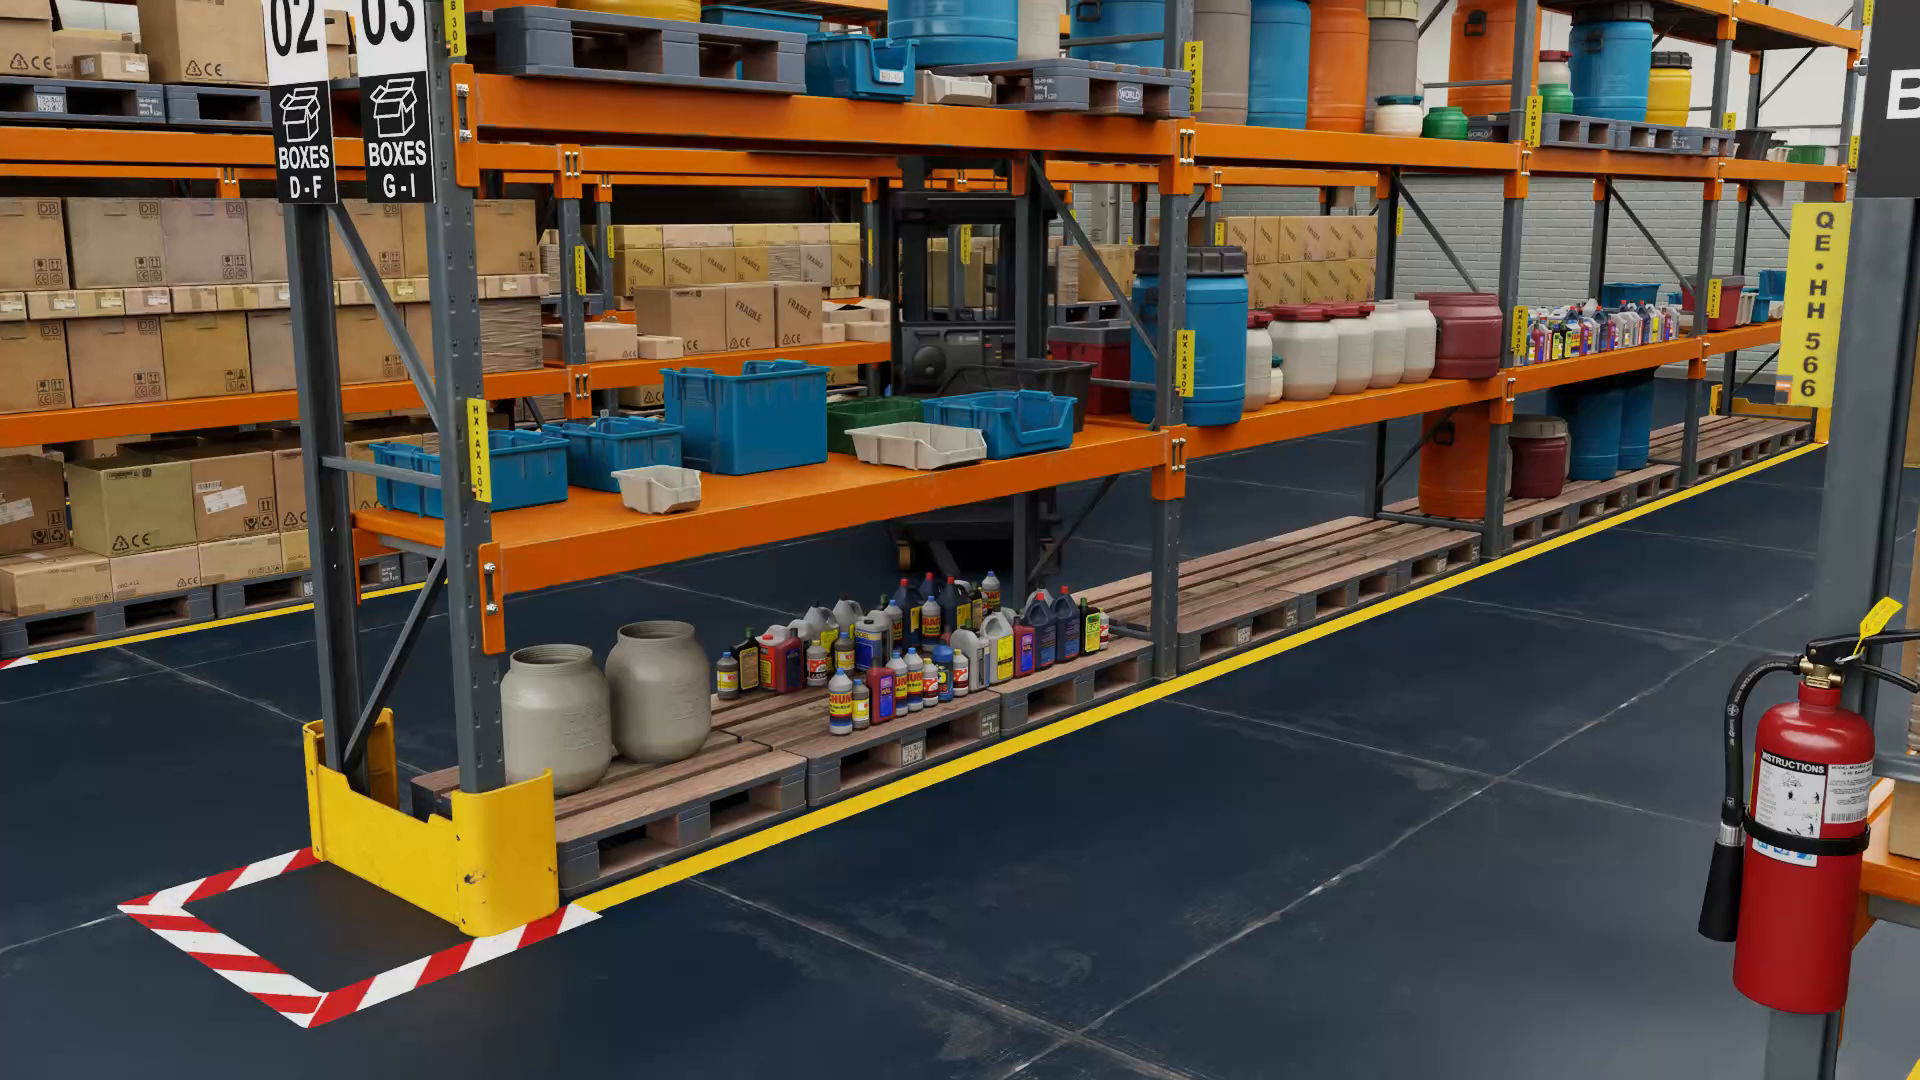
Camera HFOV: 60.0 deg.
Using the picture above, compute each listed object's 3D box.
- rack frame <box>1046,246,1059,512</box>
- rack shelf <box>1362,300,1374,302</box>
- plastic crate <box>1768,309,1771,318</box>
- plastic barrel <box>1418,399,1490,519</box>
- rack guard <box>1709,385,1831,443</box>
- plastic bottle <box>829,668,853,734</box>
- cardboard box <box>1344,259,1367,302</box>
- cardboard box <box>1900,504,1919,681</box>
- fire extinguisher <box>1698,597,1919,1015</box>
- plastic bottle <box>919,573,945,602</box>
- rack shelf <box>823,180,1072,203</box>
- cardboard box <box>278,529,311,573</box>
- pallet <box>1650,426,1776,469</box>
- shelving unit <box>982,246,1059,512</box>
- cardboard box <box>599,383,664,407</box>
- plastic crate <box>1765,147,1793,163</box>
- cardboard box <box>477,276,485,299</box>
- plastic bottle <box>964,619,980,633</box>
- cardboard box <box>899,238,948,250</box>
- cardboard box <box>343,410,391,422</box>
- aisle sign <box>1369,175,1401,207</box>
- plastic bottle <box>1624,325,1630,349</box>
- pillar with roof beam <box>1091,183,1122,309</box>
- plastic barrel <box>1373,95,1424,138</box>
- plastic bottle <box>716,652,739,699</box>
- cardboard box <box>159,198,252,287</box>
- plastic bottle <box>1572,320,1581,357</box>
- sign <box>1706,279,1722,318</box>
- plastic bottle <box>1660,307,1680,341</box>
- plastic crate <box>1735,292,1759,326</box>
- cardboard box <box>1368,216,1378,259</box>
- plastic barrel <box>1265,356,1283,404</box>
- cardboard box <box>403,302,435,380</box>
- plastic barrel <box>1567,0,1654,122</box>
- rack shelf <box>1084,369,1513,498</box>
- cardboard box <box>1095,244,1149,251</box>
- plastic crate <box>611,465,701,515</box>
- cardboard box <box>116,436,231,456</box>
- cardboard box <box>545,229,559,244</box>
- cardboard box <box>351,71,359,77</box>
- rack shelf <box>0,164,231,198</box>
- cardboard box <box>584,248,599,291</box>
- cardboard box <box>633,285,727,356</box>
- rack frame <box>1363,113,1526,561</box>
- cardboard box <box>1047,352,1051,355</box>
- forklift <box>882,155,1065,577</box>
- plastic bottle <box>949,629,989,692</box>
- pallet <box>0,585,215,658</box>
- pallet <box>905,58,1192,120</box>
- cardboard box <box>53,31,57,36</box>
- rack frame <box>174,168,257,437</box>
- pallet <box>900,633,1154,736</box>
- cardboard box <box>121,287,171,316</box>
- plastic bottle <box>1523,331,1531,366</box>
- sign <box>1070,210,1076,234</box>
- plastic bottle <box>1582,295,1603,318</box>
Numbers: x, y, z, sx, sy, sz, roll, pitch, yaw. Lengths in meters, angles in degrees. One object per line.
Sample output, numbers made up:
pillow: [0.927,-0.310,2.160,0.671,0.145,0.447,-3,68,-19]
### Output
rack frame: [0.703,-1.271,13.212,0.015,2.100,0.400,-3,12,-15]
rack shelf: [3.589,-2.569,19.250,1.077,0.370,4.000,10,15,40]
plastic crate: [7.676,-2.201,16.090,0.298,0.136,0.250,10,15,40]
plastic barrel: [3.656,-0.614,12.093,0.600,0.830,0.708,10,15,40]
rack guard: [8.633,-1.354,17.715,1.175,0.500,0.348,10,15,40]
plastic bottle: [-0.504,0.675,7.016,0.097,0.271,0.097,0,11,0]
cardboard box: [4.478,-3.087,19.752,0.500,0.500,0.500,10,15,41]
cardboard box: [2.410,0.058,3.246,0.875,0.500,0.500,10,15,40]
fire extinguisher: [1.364,0.415,2.673,0.296,0.674,0.183,10,15,40]
plastic bottle: [-0.139,0.339,8.495,0.144,0.351,0.185,10,15,42]
rack shelf: [-0.135,-4.680,22.160,1.077,0.370,4.000,10,15,40]
cardboard box: [-4.140,0.010,10.450,0.500,0.250,0.500,10,15,40]
pallet: [7.248,-0.912,16.240,1.003,0.211,1.213,10,15,40]
shelving unit: [0.467,-1.258,13.149,0.503,2.100,0.431,-3,12,-15]
cardboard box: [-3.512,-1.922,18.590,0.750,0.750,0.750,10,15,40]
plastic crate: [7.450,-3.580,15.493,0.437,0.136,0.530,10,15,40]
cardboard box: [-3.367,-1.675,11.026,0.380,0.149,0.250,9,15,39]
plastic bottle: [0.063,0.505,7.834,0.061,0.283,0.133,10,15,40]
cardboard box: [-0.599,-3.599,21.804,0.980,0.700,0.700,9,15,39]
cardboard box: [-5.959,-1.273,16.185,0.700,0.500,0.500,9,15,39]
aisle sign: [5.184,-4.461,20.250,0.394,0.787,0.004,10,15,40]
plastic bottle: [5.251,-1.621,13.174,0.097,0.201,0.097,0,11,0]
pillar with roof beam: [5.552,-6.750,23.031,9.100,9.000,0.400,10,15,40]
plastic barrel: [2.682,-2.584,10.183,0.301,0.262,0.301,0,11,0]
plastic bottle: [-1.052,0.609,7.525,0.097,0.201,0.097,0,11,0]
cardboard box: [-4.625,-1.774,9.867,0.700,0.500,0.500,10,15,41]
plastic bottle: [4.582,-1.506,12.421,0.097,0.271,0.097,0,11,0]
sign: [6.399,-2.051,14.113,0.100,0.325,0.005,10,15,40]
plastic bottle: [5.969,-1.826,14.010,0.152,0.276,0.135,10,15,40]
plastic crate: [7.133,-2.158,15.508,0.437,0.282,0.530,10,15,40]
cardboard box: [4.822,-3.654,20.039,0.500,0.500,0.500,10,15,40]
plastic barrel: [1.695,-0.916,9.493,0.301,0.262,0.301,0,11,0]
cardboard box: [-3.644,-1.355,11.080,0.700,0.500,0.500,10,15,40]
plastic barrel: [4.975,-3.638,12.757,0.600,0.901,0.708,10,15,40]
rack shelf: [2.026,-0.751,10.148,1.077,0.370,4.000,10,15,40]
cardboard box: [1.788,-2.841,17.451,0.700,0.500,0.500,4,12,21]
plastic crate: [-1.102,-0.181,6.134,0.298,0.136,0.250,10,15,40]
cardboard box: [-4.873,-0.353,10.355,0.500,0.500,0.500,10,15,40]
cardboard box: [-4.301,-3.207,17.574,0.380,0.149,0.250,7,14,33]
cardboard box: [-3.603,-2.860,10.424,0.380,0.149,0.250,10,15,40]
rack shelf: [-8.056,-2.914,13.321,1.077,0.370,4.000,10,15,40]
cardboard box: [-3.982,-2.987,18.441,0.500,0.500,0.500,10,15,41]
cardboard box: [-2.146,-1.688,12.747,0.500,0.500,0.500,-11,16,-43]
rack frame: [3.346,-1.398,11.551,1.000,3.000,0.127,10,15,40]
cardboard box: [0.775,-1.724,16.530,0.500,0.250,0.500,9,15,39]
forklift: [0.090,-1.304,11.255,1.130,2.935,3.031,-1,11,-6]
plastic bottle: [0.047,0.542,7.670,0.152,0.276,0.135,10,15,41]
pallet: [-5.180,0.388,9.730,1.003,0.211,1.213,10,15,40]
pallet: [0.303,-2.069,7.734,1.213,0.211,1.003,10,15,40]
cardboard box: [-7.554,-3.841,13.267,0.500,0.500,0.500,9,14,38]
rack frame: [-6.736,-2.090,15.017,1.000,3.000,0.127,10,15,40]
pallet: [0.231,0.652,8.410,1.003,0.211,1.213,10,15,40]
cardboard box: [-4.726,-1.371,9.507,0.380,0.149,0.250,9,15,39]
plastic bottle: [3.972,-1.370,11.740,0.097,0.271,0.097,0,11,0]
sign: [1.584,-4.467,23.359,0.100,0.325,0.005,10,15,40]
plastic bottle: [5.484,-1.946,14.423,0.144,0.351,0.185,10,15,40]
